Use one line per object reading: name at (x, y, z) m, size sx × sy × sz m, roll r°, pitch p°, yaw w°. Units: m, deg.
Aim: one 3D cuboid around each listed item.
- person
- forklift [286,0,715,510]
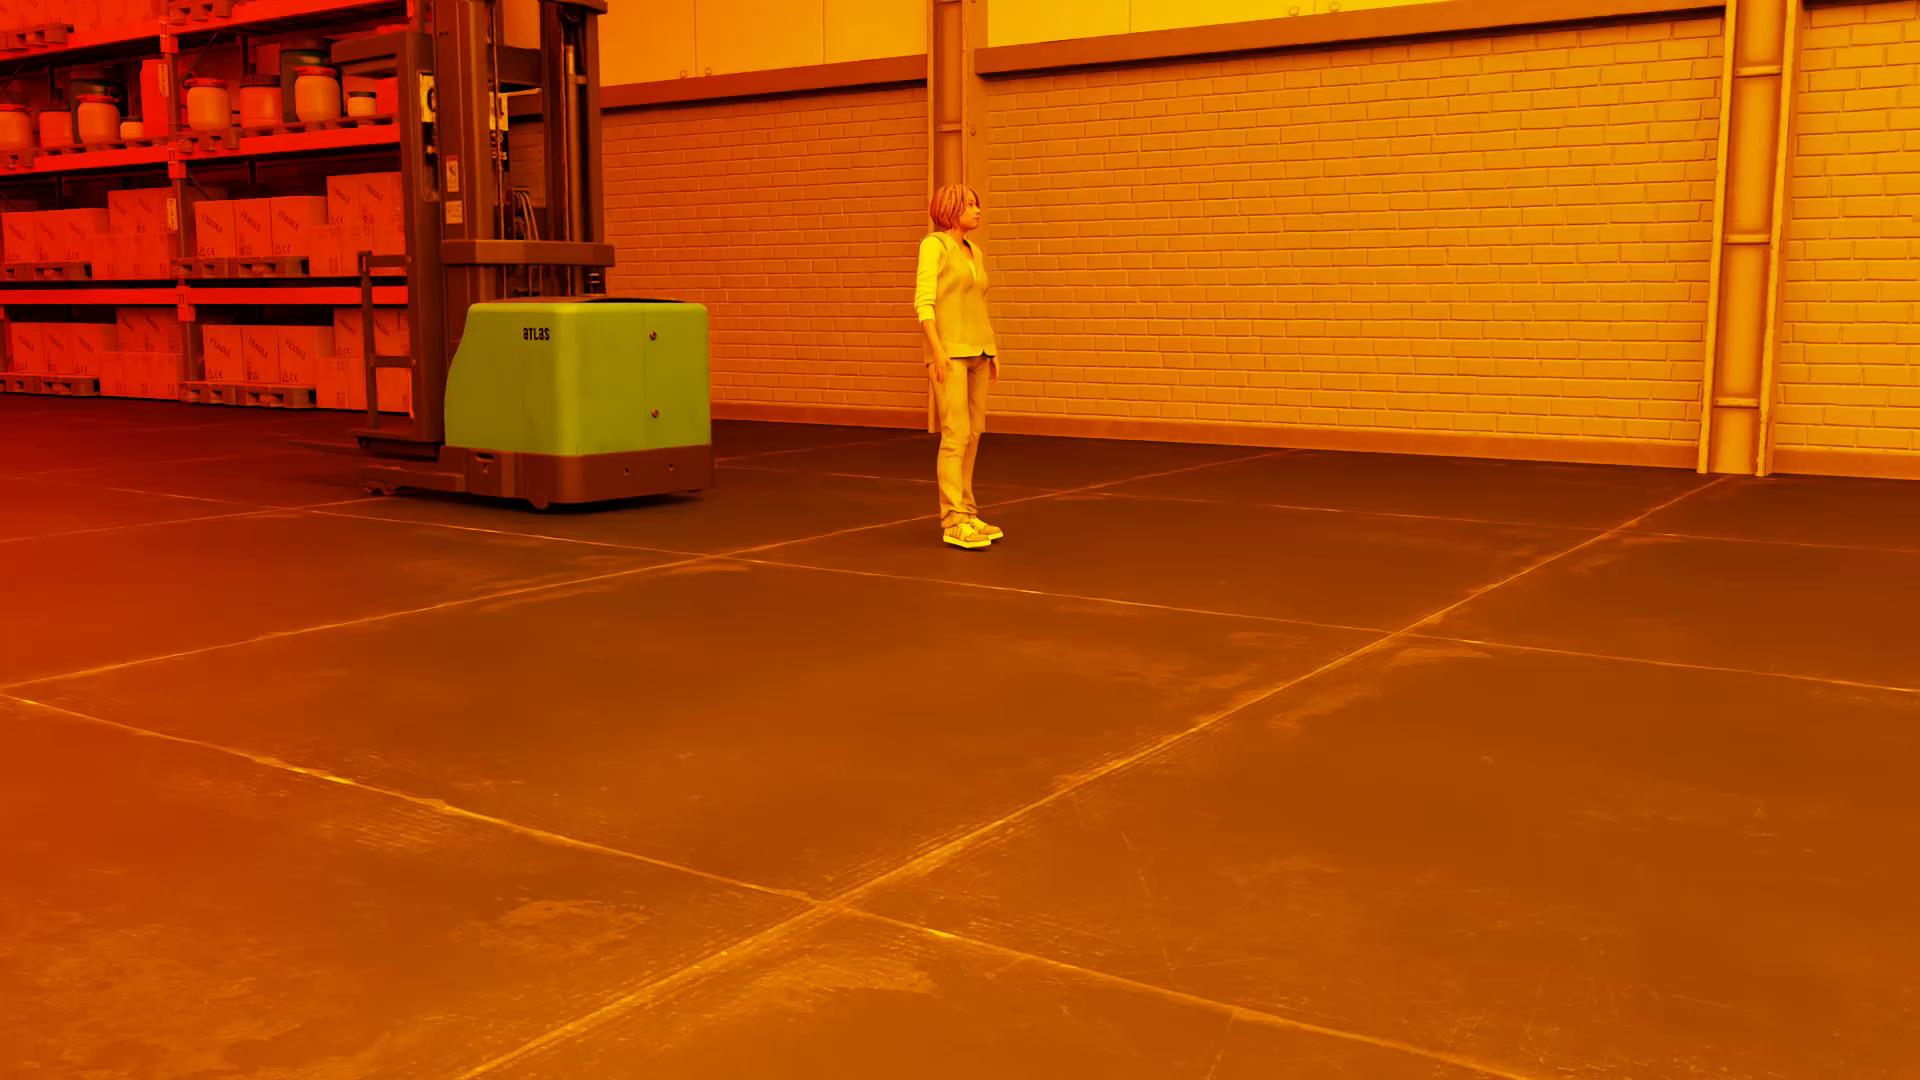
person at (0.054, -0.745, 7.444) m, size 0.473 × 1.507 × 0.521 m, roll 5°, pitch 10°, yaw 34°
forklift at (-2.809, -1.749, 9.490) m, size 3.031 × 2.935 × 1.130 m, roll 6°, pitch 10°, yaw 39°
